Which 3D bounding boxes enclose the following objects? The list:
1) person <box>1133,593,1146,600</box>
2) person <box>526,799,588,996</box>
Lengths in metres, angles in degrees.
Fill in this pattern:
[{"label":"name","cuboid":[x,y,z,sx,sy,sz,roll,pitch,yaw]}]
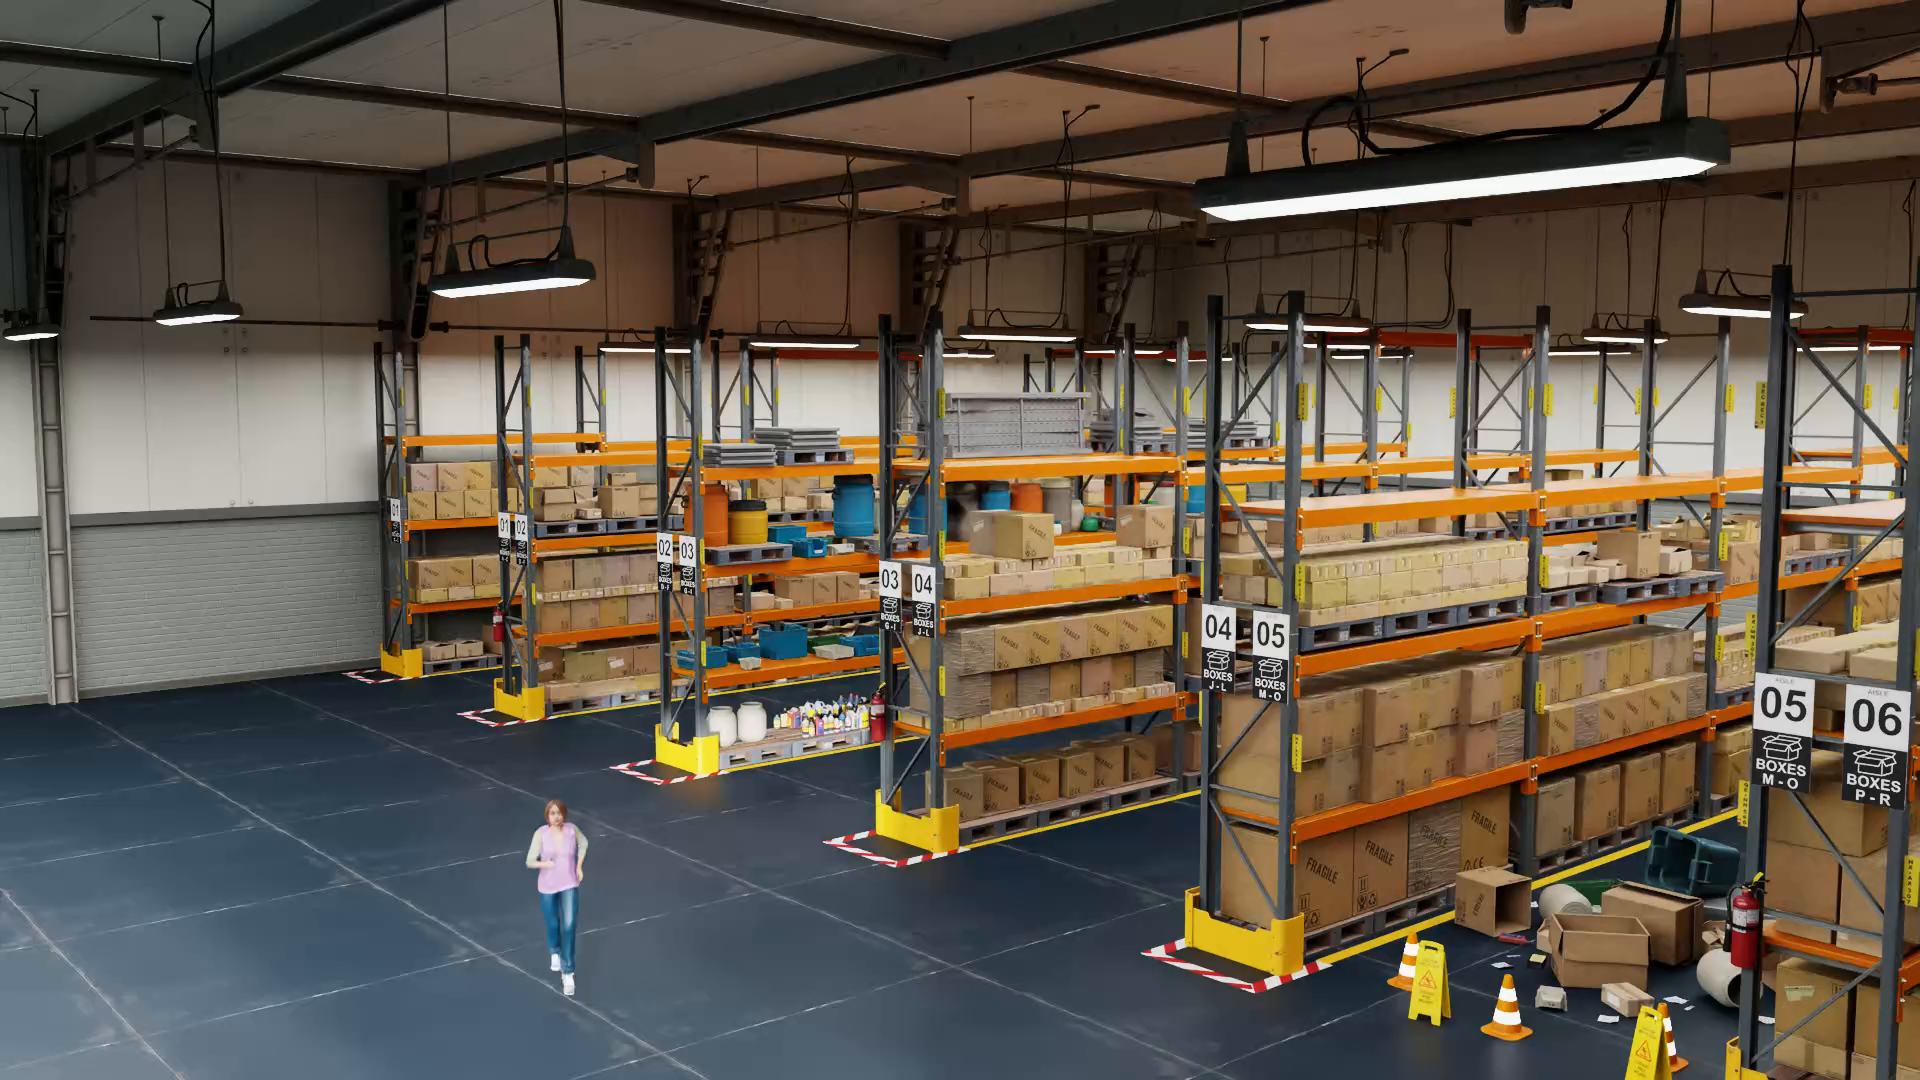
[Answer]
[{"label":"person","cuboid":[3.657,1.317,32.764,0.658,1.728,0.620,5,7,42]},{"label":"person","cuboid":[-3.487,3.045,14.424,0.524,1.635,0.719,-1,5,-13]}]
